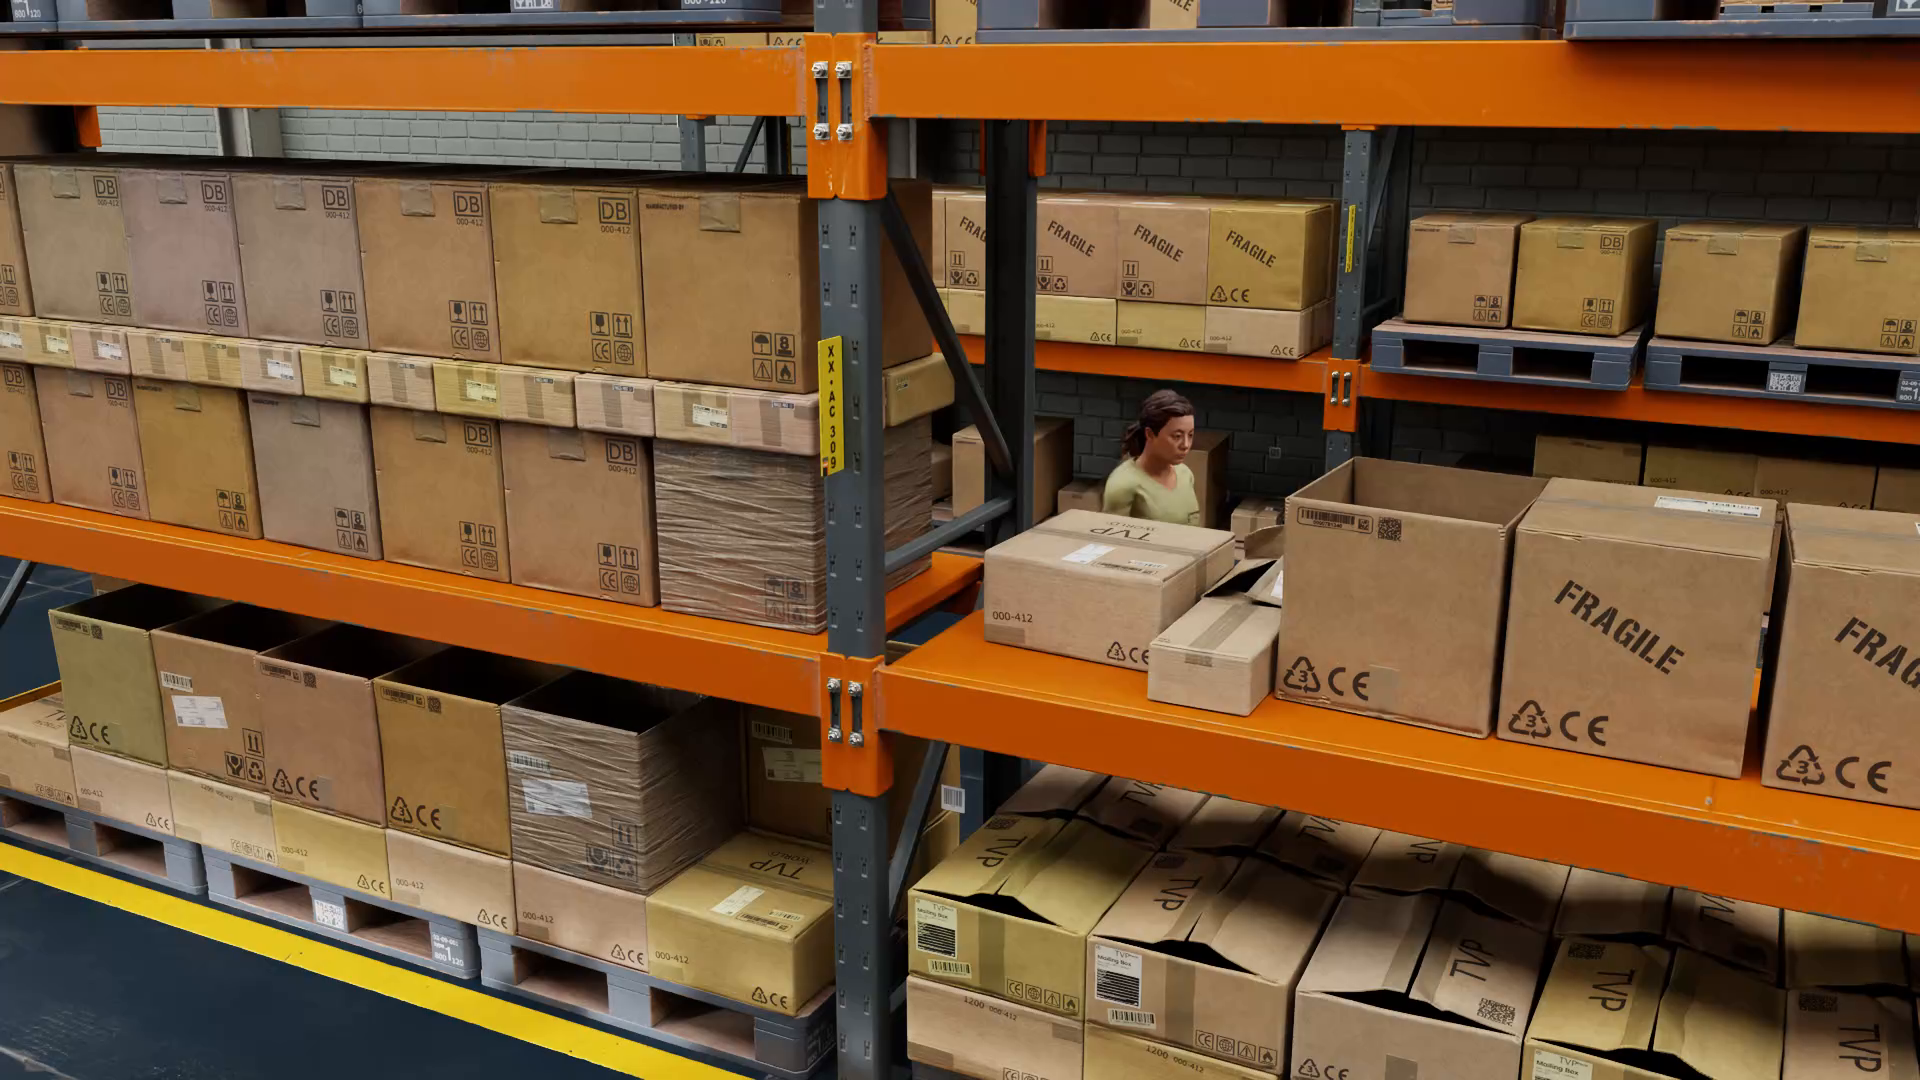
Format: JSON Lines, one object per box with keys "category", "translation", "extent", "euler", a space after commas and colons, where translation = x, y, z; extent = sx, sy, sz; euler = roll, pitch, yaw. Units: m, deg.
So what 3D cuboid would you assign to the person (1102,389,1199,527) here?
{"category": "person", "translation": [0.689, 0.256, 6.099], "extent": [0.451, 1.642, 0.962], "euler": [-10, 19, -31]}
